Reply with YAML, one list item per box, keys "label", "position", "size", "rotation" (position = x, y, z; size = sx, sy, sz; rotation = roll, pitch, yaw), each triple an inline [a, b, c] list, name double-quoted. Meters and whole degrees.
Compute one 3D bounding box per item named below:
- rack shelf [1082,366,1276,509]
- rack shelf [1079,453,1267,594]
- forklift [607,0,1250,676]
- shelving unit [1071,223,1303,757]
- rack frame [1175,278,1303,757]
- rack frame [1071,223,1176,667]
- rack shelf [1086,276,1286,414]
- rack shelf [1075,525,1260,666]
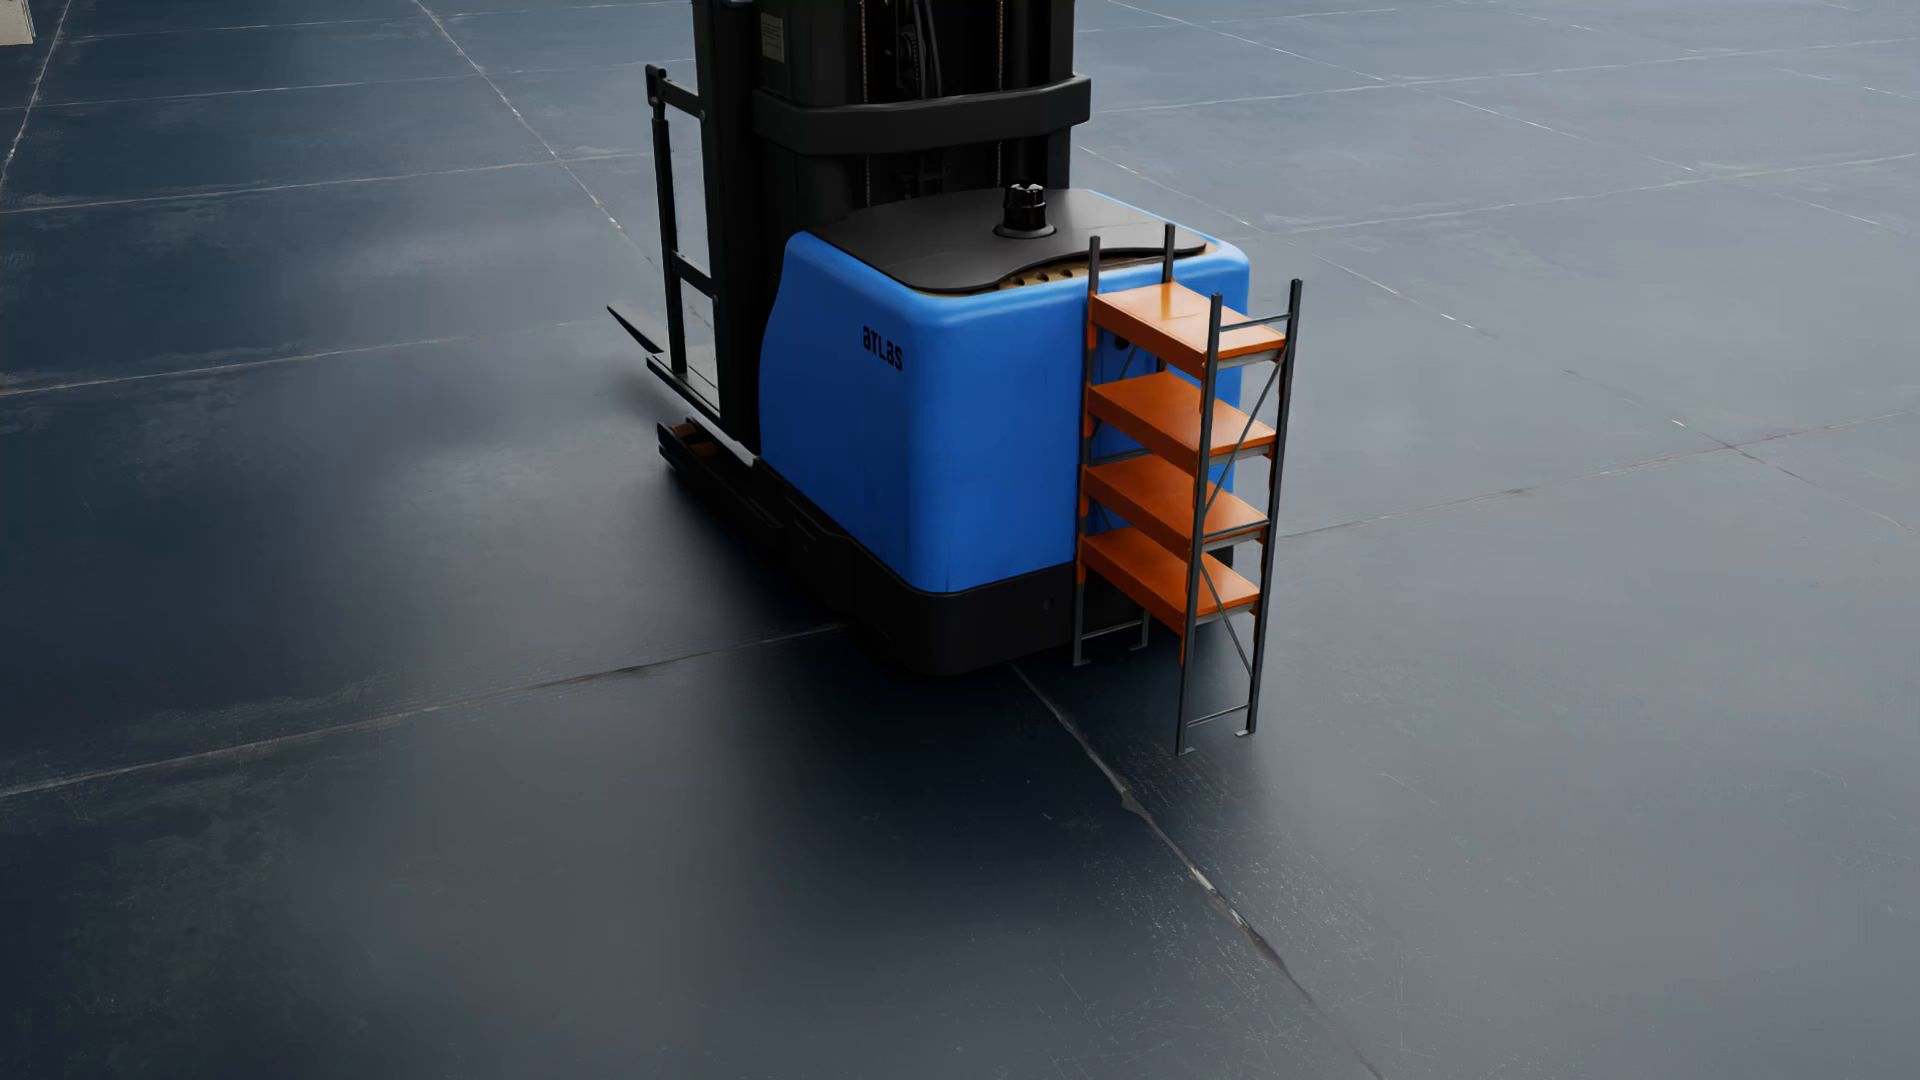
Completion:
- label: "rack shelf"
  position: [0.534, -0.259, 4.047]
  size: [0.258, 0.148, 0.480]
  rotation: [-13, 30, -25]
- label: "rack shelf"
  position: [0.532, -0.059, 4.148]
  size: [0.258, 0.148, 0.480]
  rotation: [-13, 30, -25]
- label: "forklift"
  position: [-0.382, -1.569, 5.122]
  size: [1.130, 2.935, 3.031]
  rotation: [-14, 29, -26]
- label: "shelving unit"
  position: [0.533, -0.119, 4.117]
  size: [0.258, 1.200, 0.503]
  rotation: [-13, 30, -25]
- label: "rack frame"
  position: [0.650, -0.022, 3.927]
  size: [0.240, 1.200, 0.015]
  rotation: [-13, 30, -25]
- label: "rack frame"
  position: [0.416, -0.217, 4.308]
  size: [0.240, 1.200, 0.015]
  rotation: [-13, 30, -25]
- label: "rack shelf"
  position: [0.536, -0.470, 3.940]
  size: [0.258, 0.148, 0.480]
  rotation: [-13, 30, -25]
- label: "rack shelf"
  position: [0.531, 0.118, 4.237]
  size: [0.258, 0.148, 0.480]
  rotation: [-13, 30, -25]
